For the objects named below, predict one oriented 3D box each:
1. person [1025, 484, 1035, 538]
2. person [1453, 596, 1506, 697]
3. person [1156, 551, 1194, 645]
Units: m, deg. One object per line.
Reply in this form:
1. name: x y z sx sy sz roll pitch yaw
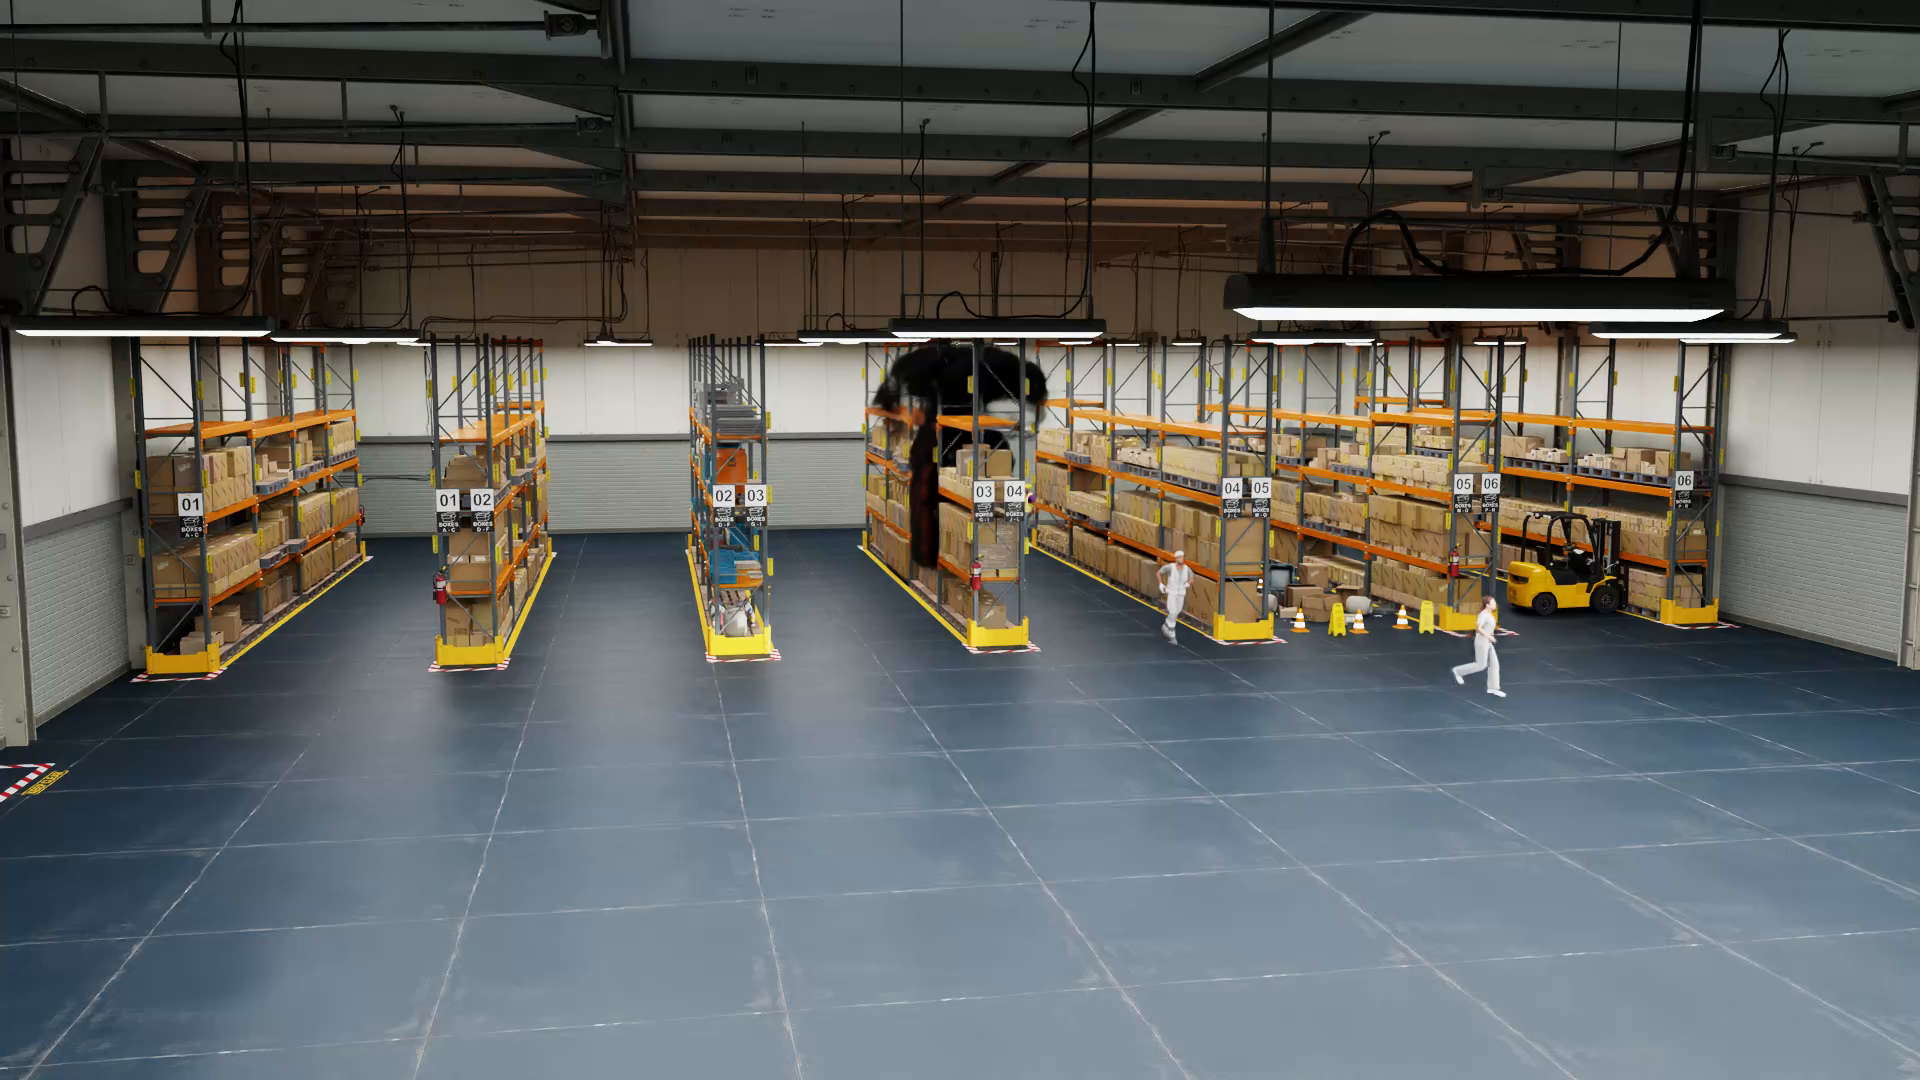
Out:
1. person: 2.013 -0.806 49.613 0.602 1.733 0.737 -3 7 -27
2. person: 8.694 1.742 27.728 0.903 1.659 0.588 4 8 31
3. person: 4.252 1.116 32.734 0.714 1.842 0.838 -2 7 -17
